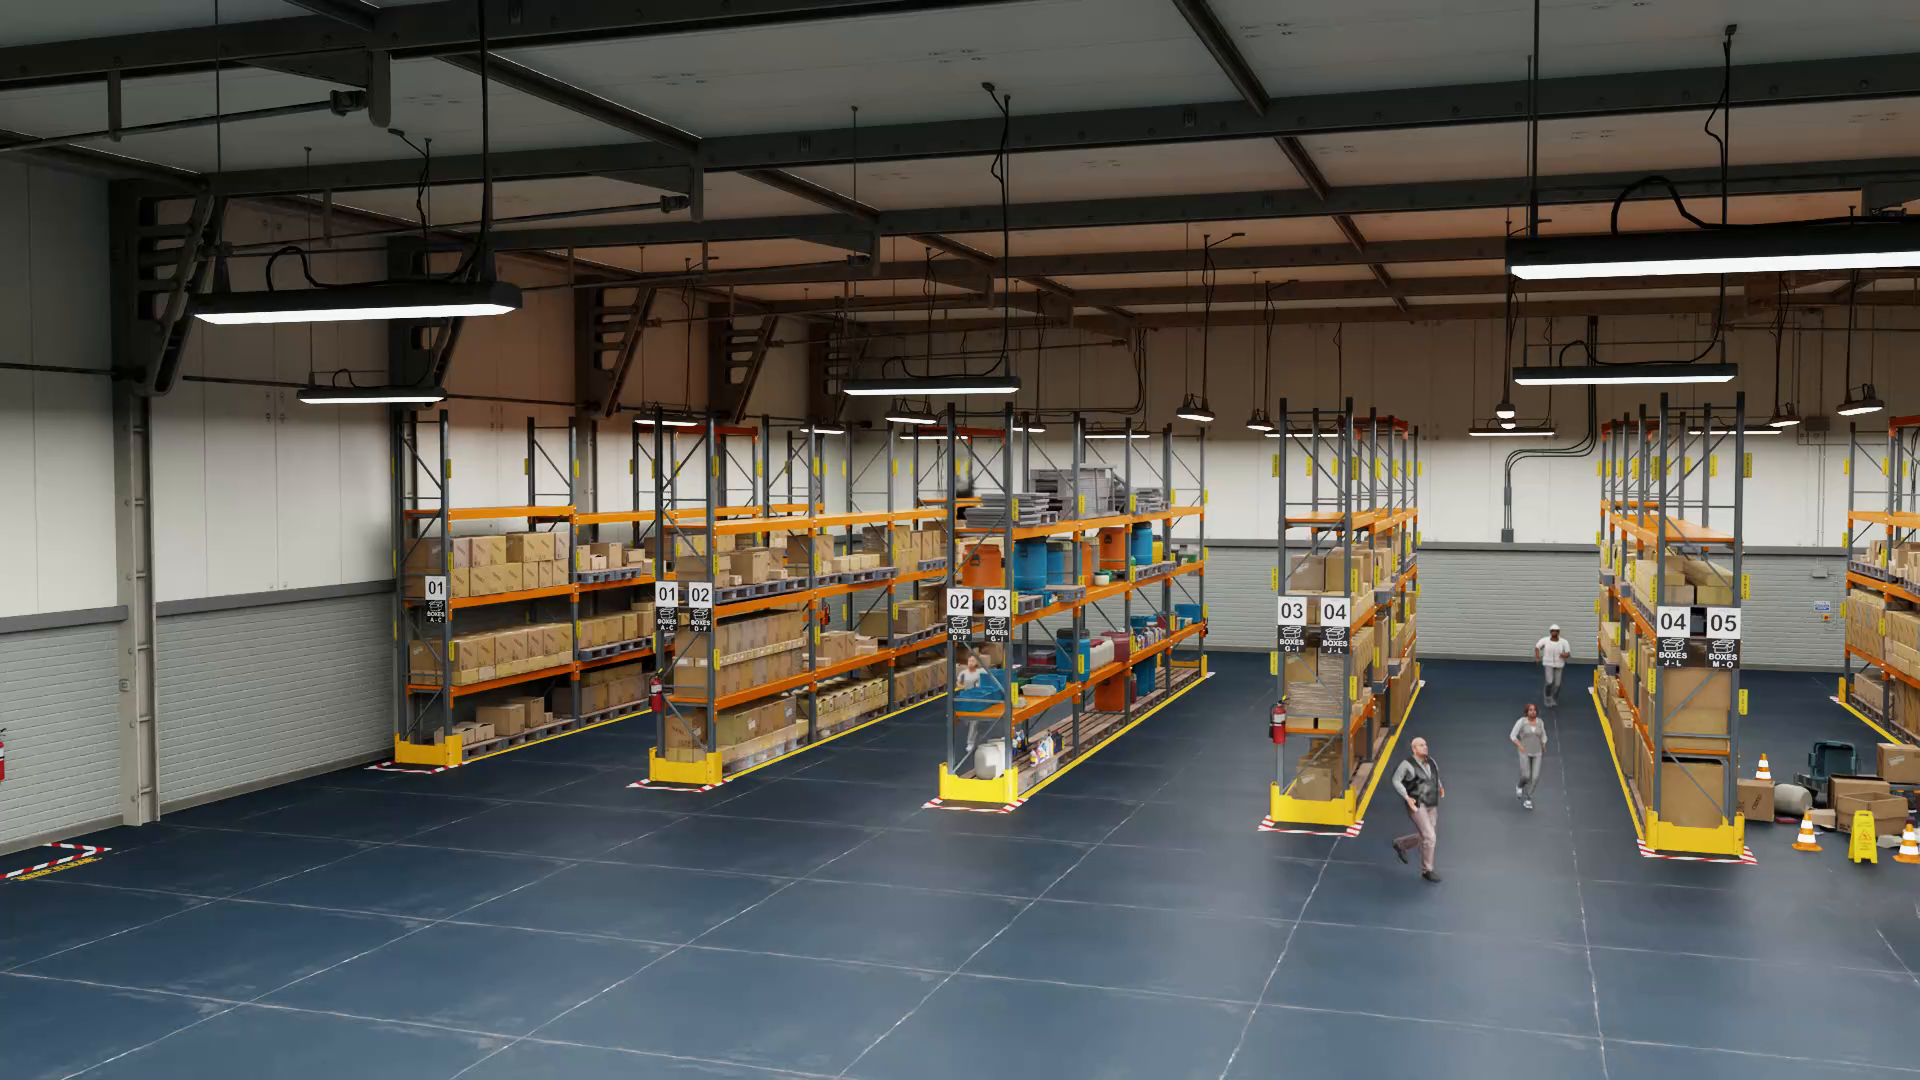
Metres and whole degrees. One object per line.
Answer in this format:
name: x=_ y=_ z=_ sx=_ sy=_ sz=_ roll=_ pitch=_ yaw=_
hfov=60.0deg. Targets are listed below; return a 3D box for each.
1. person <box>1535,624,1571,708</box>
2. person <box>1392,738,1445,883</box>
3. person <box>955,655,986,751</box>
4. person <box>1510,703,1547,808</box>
person: x=12.366 y=2.635 z=34.645 sx=0.676 sy=1.745 sz=0.678 roll=0 pitch=2 yaw=11
person: x=5.634 y=3.281 z=20.434 sx=0.657 sy=1.720 sz=0.784 roll=-1 pitch=3 yaw=-31
person: x=0.213 y=2.869 z=29.636 sx=0.581 sy=1.658 sz=0.936 roll=0 pitch=2 yaw=11
person: x=8.403 y=3.175 z=24.527 sx=0.523 sy=1.547 sz=0.531 roll=0 pitch=2 yaw=2
